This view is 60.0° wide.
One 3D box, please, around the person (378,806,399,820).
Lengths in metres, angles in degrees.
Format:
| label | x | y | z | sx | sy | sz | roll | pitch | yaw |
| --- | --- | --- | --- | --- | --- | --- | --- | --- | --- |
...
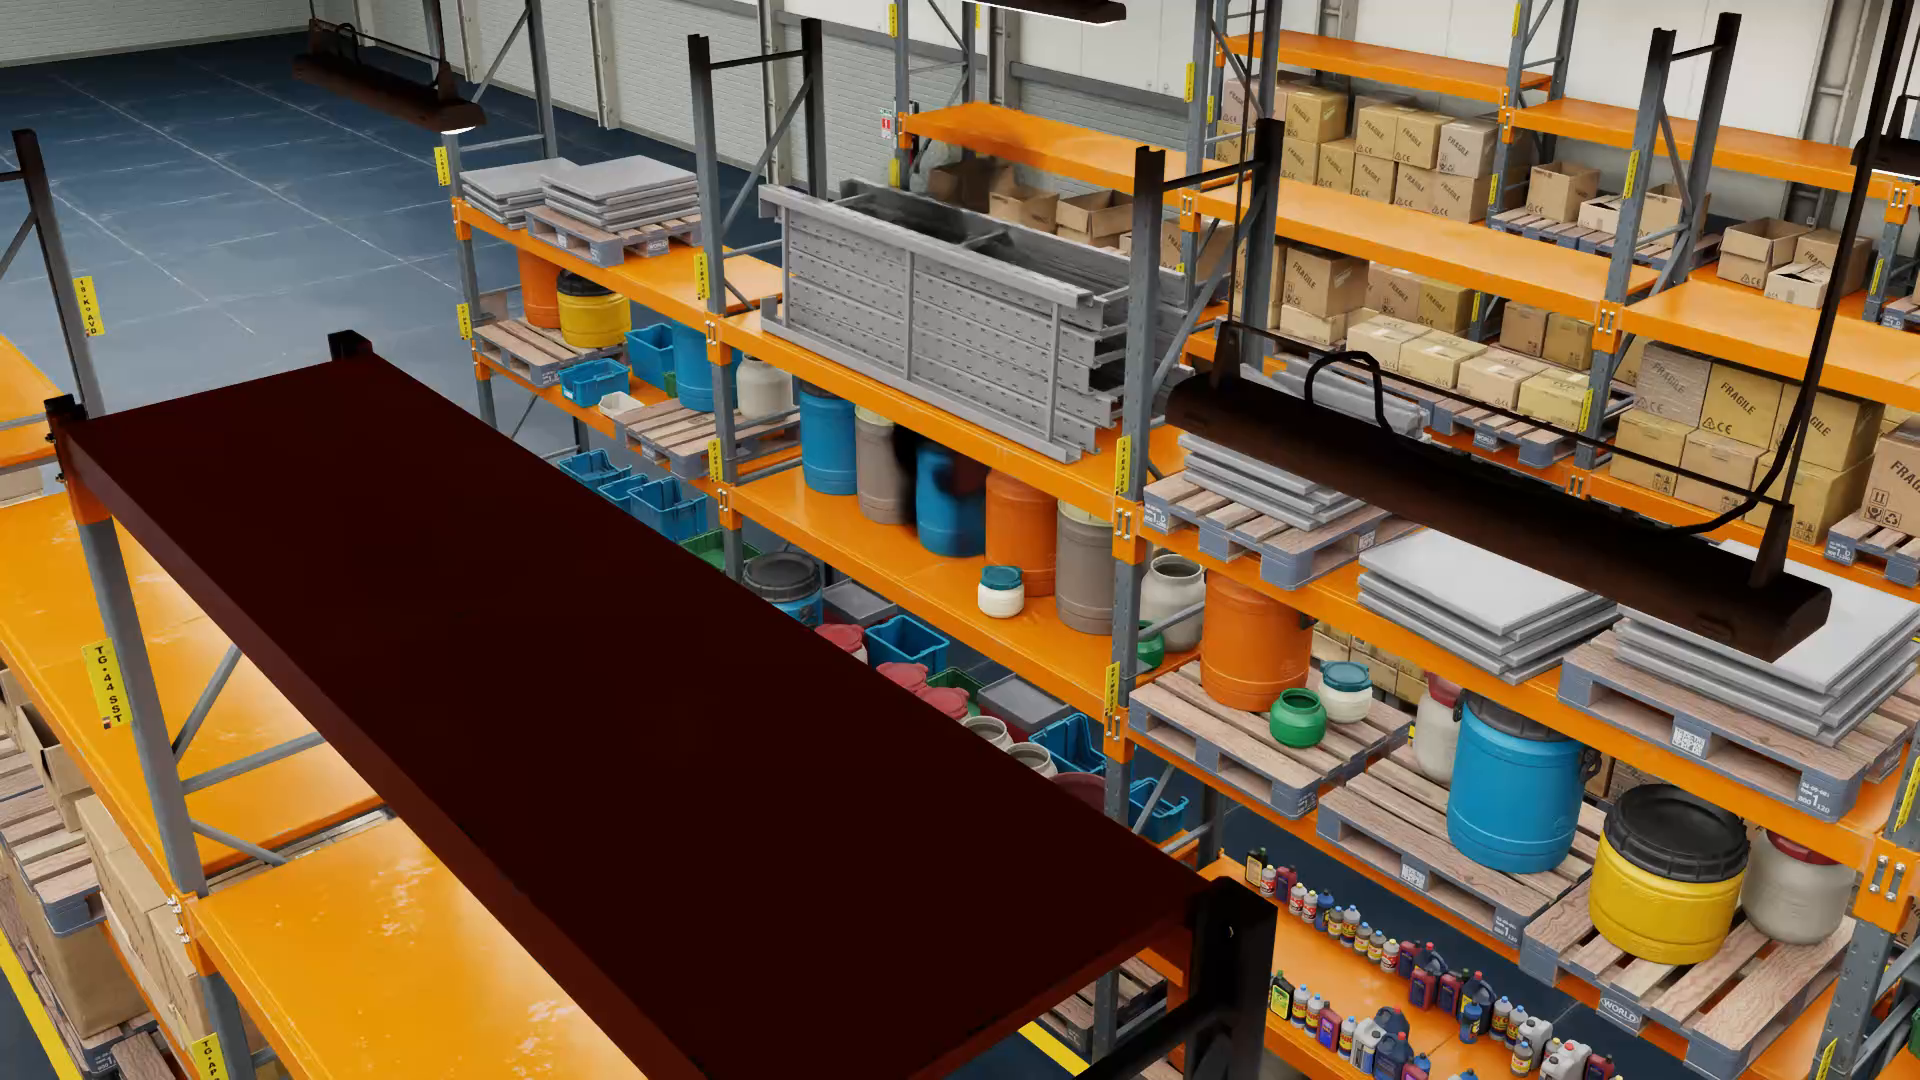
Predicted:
| label | x | y | z | sx | sy | sz | roll | pitch | yaw |
| --- | --- | --- | --- | --- | --- | --- | --- | --- | --- |
| person | -4.753 | 1.465 | 13.041 | 0.816 | 1.503 | 0.591 | 10 | 29 | 19 |
